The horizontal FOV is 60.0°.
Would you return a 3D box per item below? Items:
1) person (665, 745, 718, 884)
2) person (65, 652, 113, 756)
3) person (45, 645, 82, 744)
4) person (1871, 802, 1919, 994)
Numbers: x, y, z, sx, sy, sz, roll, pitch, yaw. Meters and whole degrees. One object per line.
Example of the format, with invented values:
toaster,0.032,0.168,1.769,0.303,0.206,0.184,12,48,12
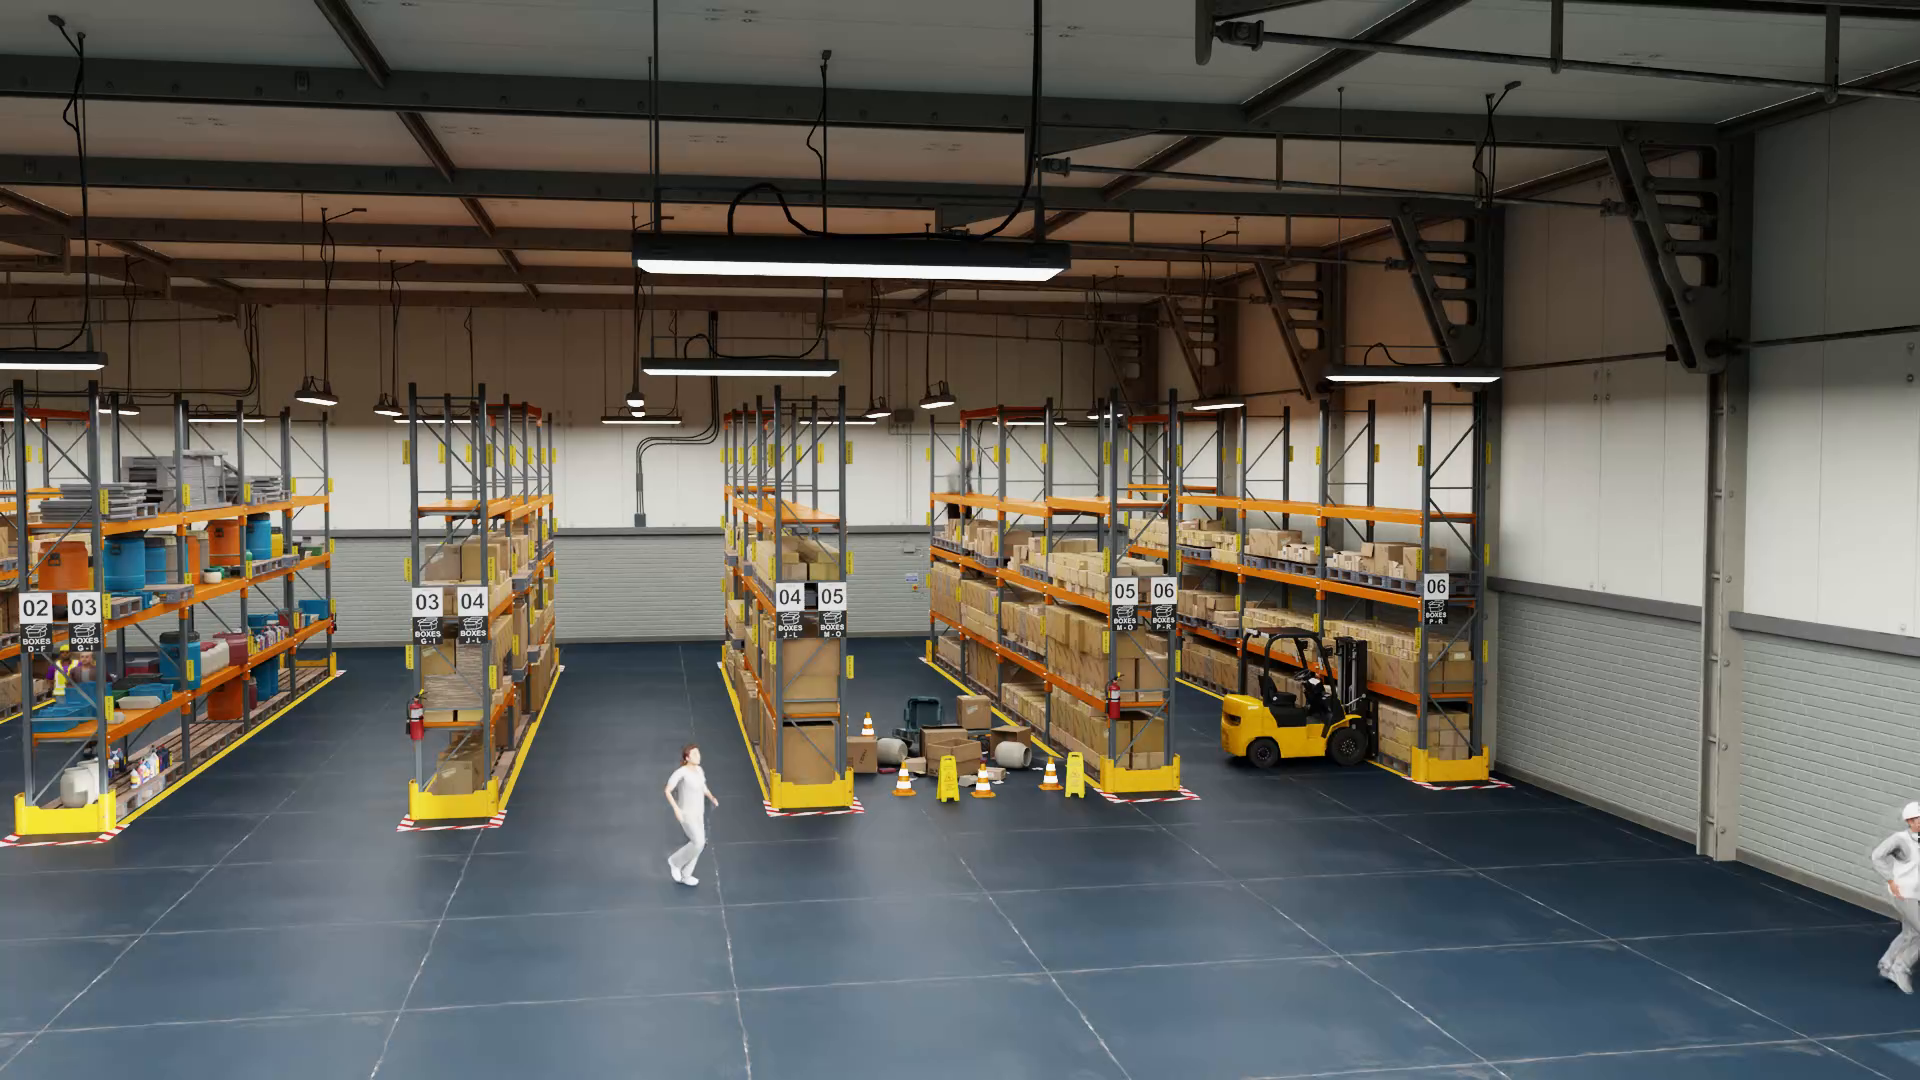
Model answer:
person,-3.117,3.200,19.406,0.549,1.638,0.576,2,3,28
person,-14.488,2.727,27.596,0.693,1.768,0.681,-1,3,-16
person,-15.403,2.670,28.691,0.686,1.721,0.597,-1,3,-20
person,8.956,3.342,15.542,0.631,1.788,0.704,-1,3,-27
